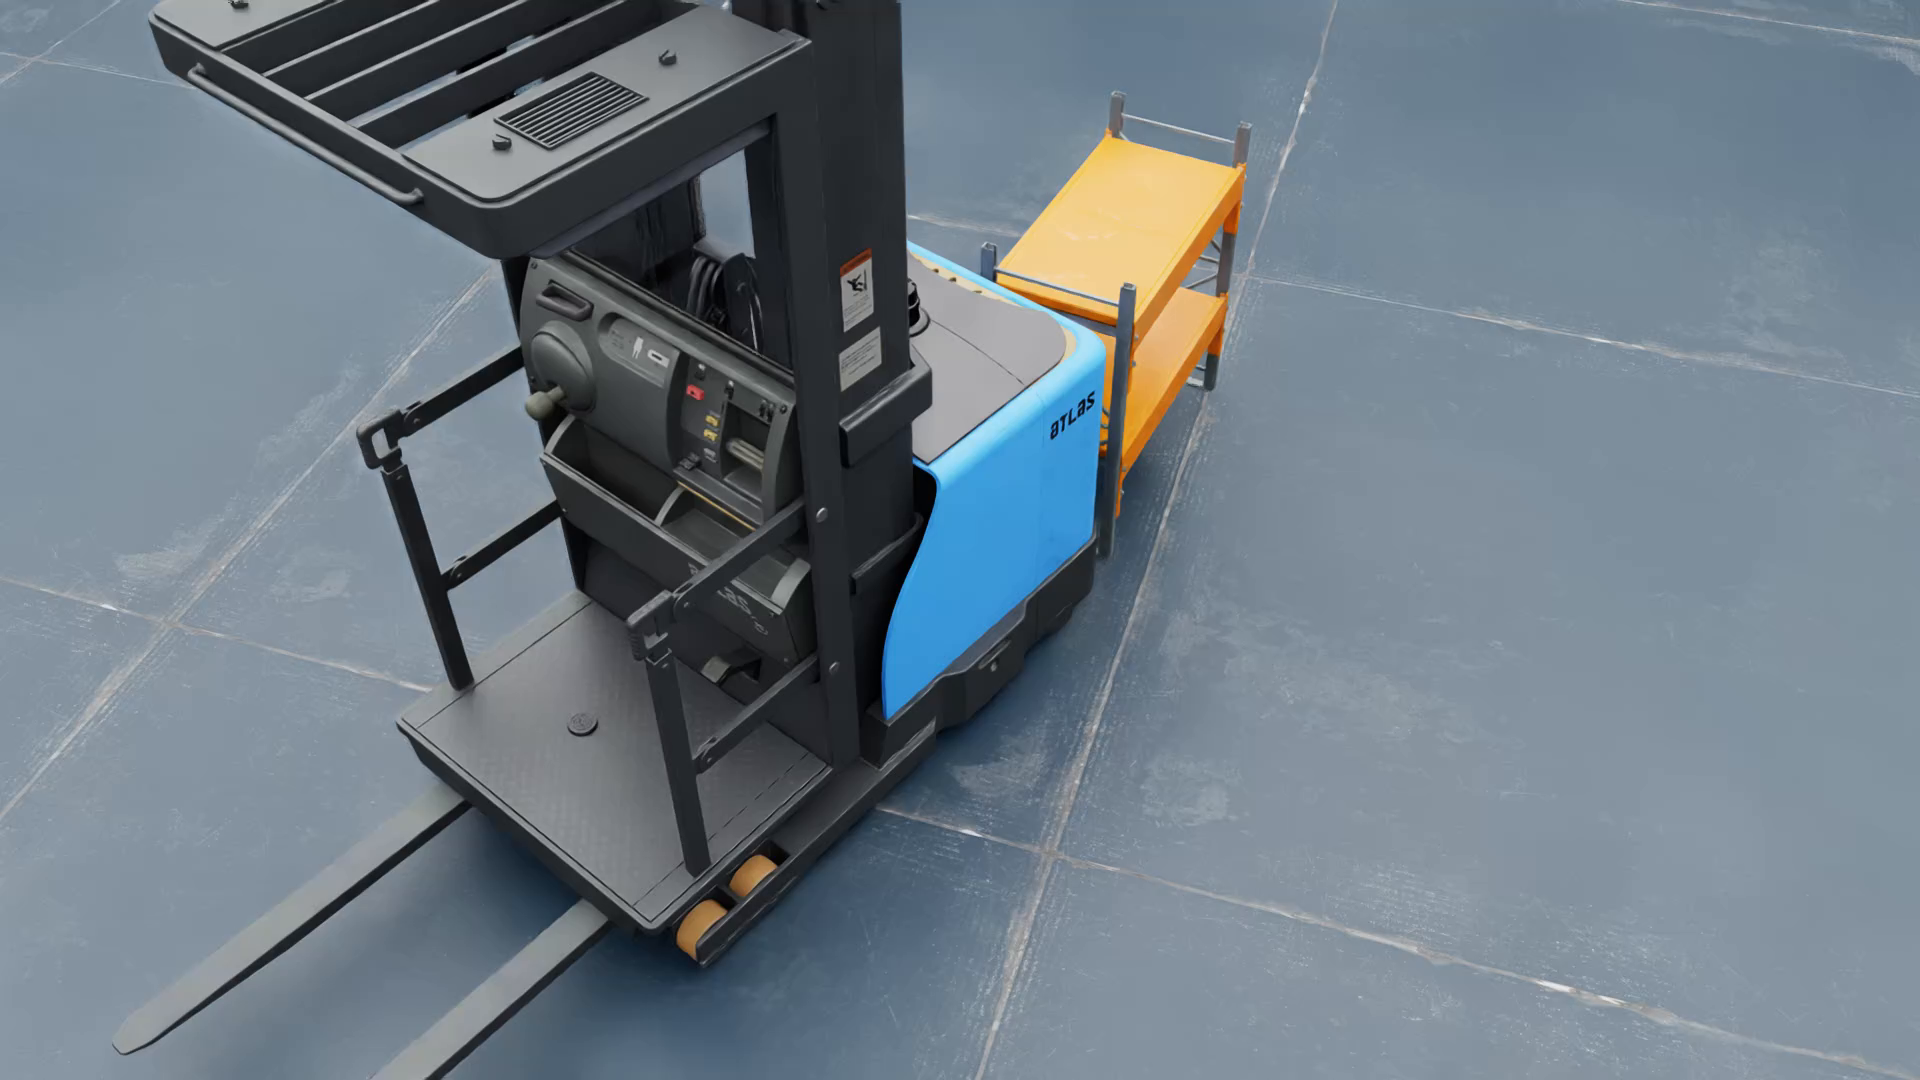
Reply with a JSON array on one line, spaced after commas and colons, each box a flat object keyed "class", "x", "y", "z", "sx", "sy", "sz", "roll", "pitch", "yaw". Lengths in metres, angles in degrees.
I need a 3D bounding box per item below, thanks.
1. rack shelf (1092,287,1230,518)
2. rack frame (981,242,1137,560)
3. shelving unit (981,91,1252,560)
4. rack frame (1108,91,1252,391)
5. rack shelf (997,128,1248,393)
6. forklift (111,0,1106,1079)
[{"class": "rack shelf", "x": 0.520, "y": -0.564, "z": 5.871, "sx": 0.538, "sy": 0.278, "sz": 1.000, "roll": 19, "pitch": 48, "yaw": 19}, {"class": "rack frame", "x": 0.293, "y": -0.420, "z": 5.375, "sx": 0.500, "sy": 1.125, "sz": 0.032, "roll": 19, "pitch": 48, "yaw": 19}, {"class": "shelving unit", "x": 0.520, "y": -0.738, "z": 5.700, "sx": 0.538, "sy": 1.125, "sz": 1.048, "roll": 19, "pitch": 48, "yaw": 19}, {"class": "rack frame", "x": 0.747, "y": -1.056, "z": 6.025, "sx": 0.500, "sy": 1.125, "sz": 0.032, "roll": 19, "pitch": 48, "yaw": 19}, {"class": "rack shelf", "x": 0.520, "y": -0.948, "z": 5.496, "sx": 0.538, "sy": 0.278, "sz": 1.000, "roll": 19, "pitch": 48, "yaw": 19}, {"class": "forklift", "x": -0.892, "y": -0.296, "z": 3.956, "sx": 1.130, "sy": 2.935, "sz": 3.031, "roll": 30, "pitch": 52, "yaw": 27}]
